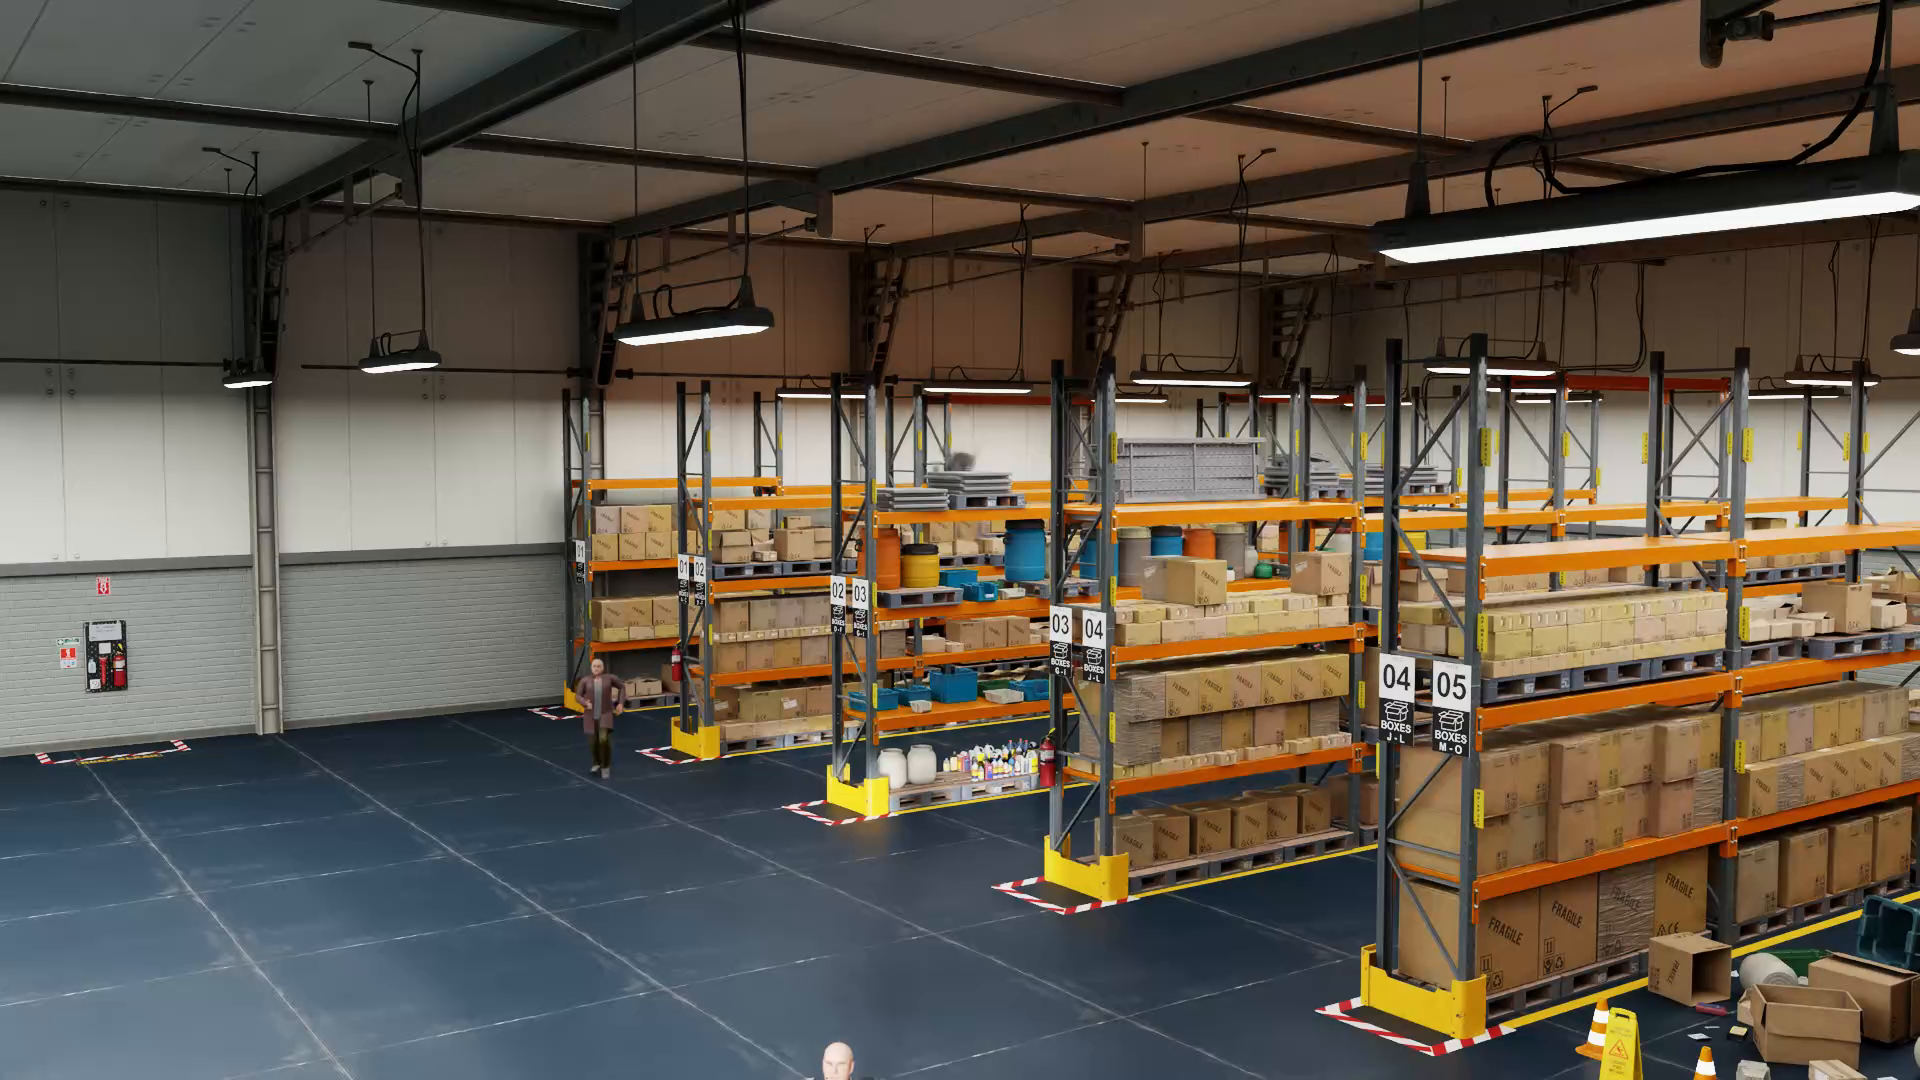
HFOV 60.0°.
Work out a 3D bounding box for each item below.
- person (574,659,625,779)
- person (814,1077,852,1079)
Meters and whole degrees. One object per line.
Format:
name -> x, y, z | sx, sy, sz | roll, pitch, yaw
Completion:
person -> -5.409, 2.697, 24.971 | 0.735, 1.840, 0.797 | 0, 4, -6
person -> -0.669, 3.805, 9.447 | 0.642, 1.588, 0.725 | 0, 4, 1
